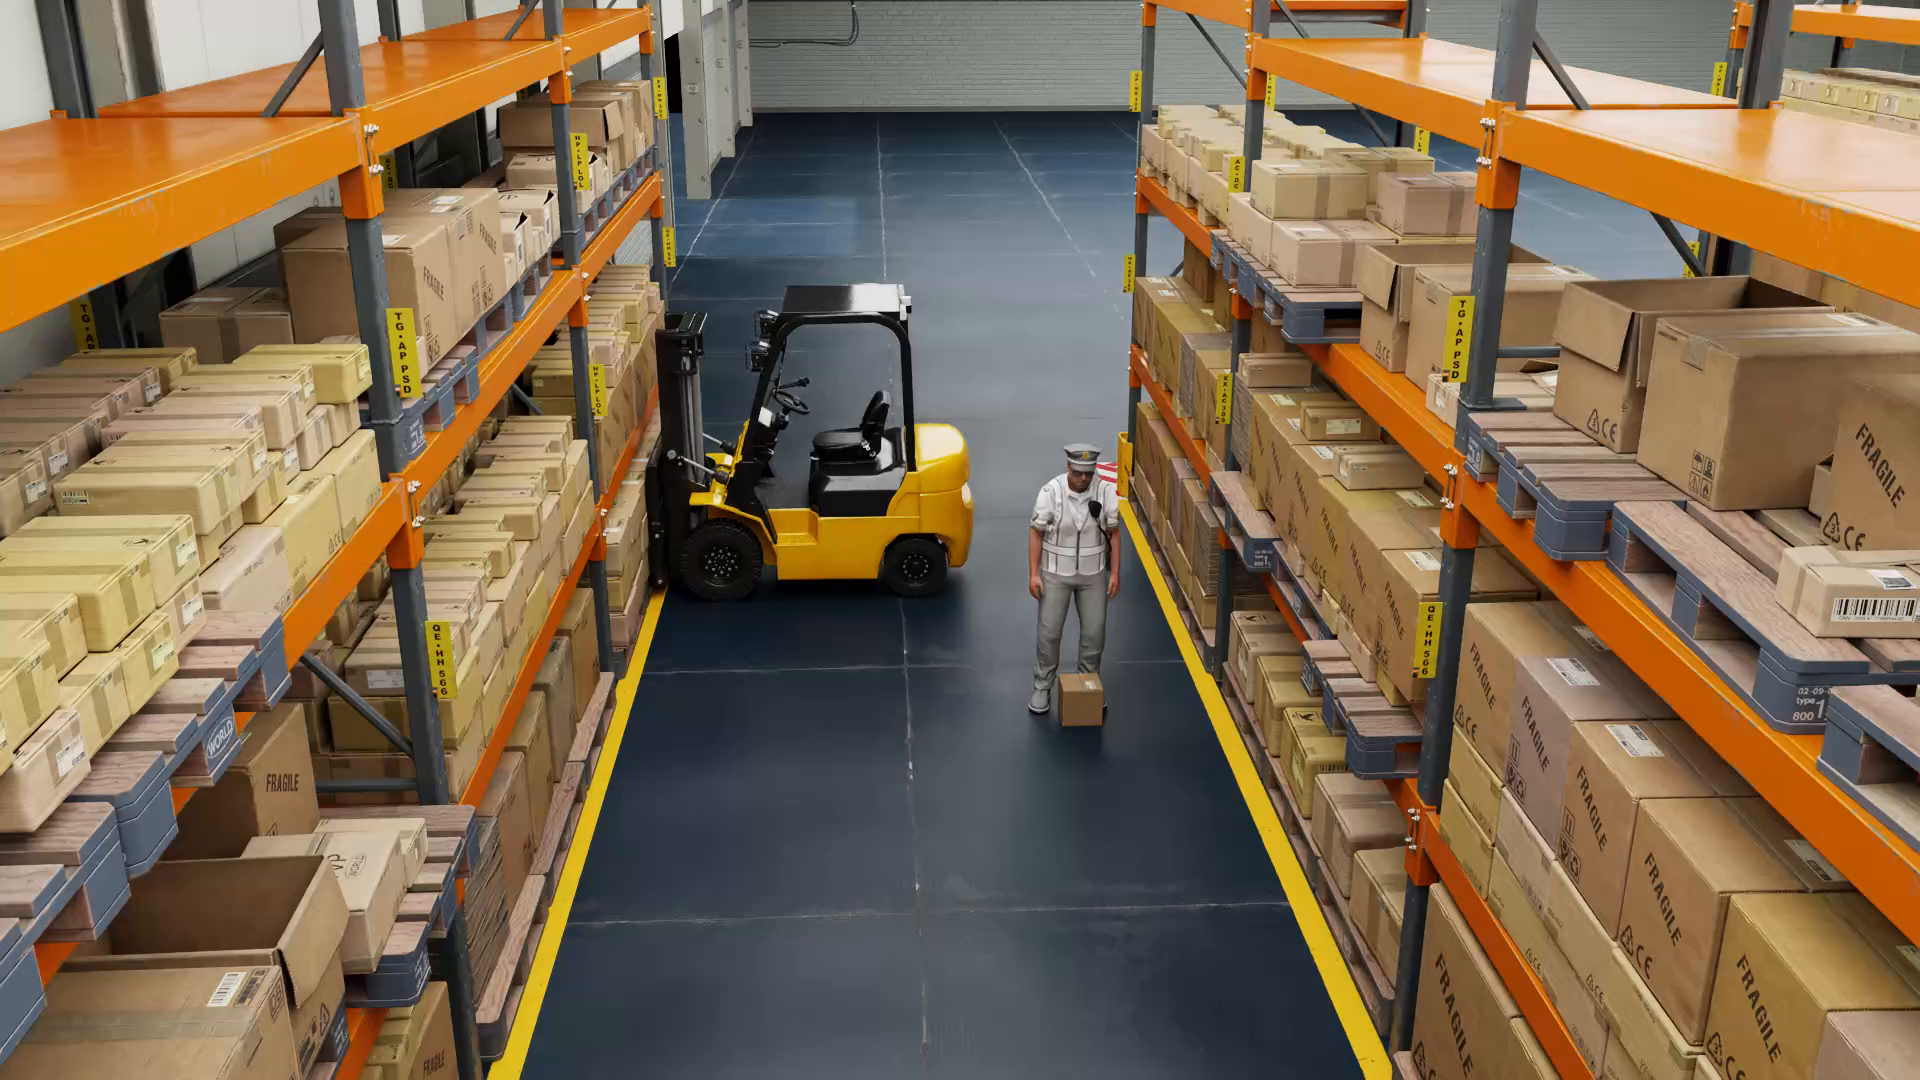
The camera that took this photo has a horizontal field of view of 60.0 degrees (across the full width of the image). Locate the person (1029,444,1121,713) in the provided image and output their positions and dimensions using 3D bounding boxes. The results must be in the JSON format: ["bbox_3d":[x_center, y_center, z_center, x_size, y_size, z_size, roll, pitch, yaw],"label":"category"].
[{"bbox_3d":[0.720,0.212,10.490,0.585,1.749,0.438,-1,20,-4],"label":"person"}]
